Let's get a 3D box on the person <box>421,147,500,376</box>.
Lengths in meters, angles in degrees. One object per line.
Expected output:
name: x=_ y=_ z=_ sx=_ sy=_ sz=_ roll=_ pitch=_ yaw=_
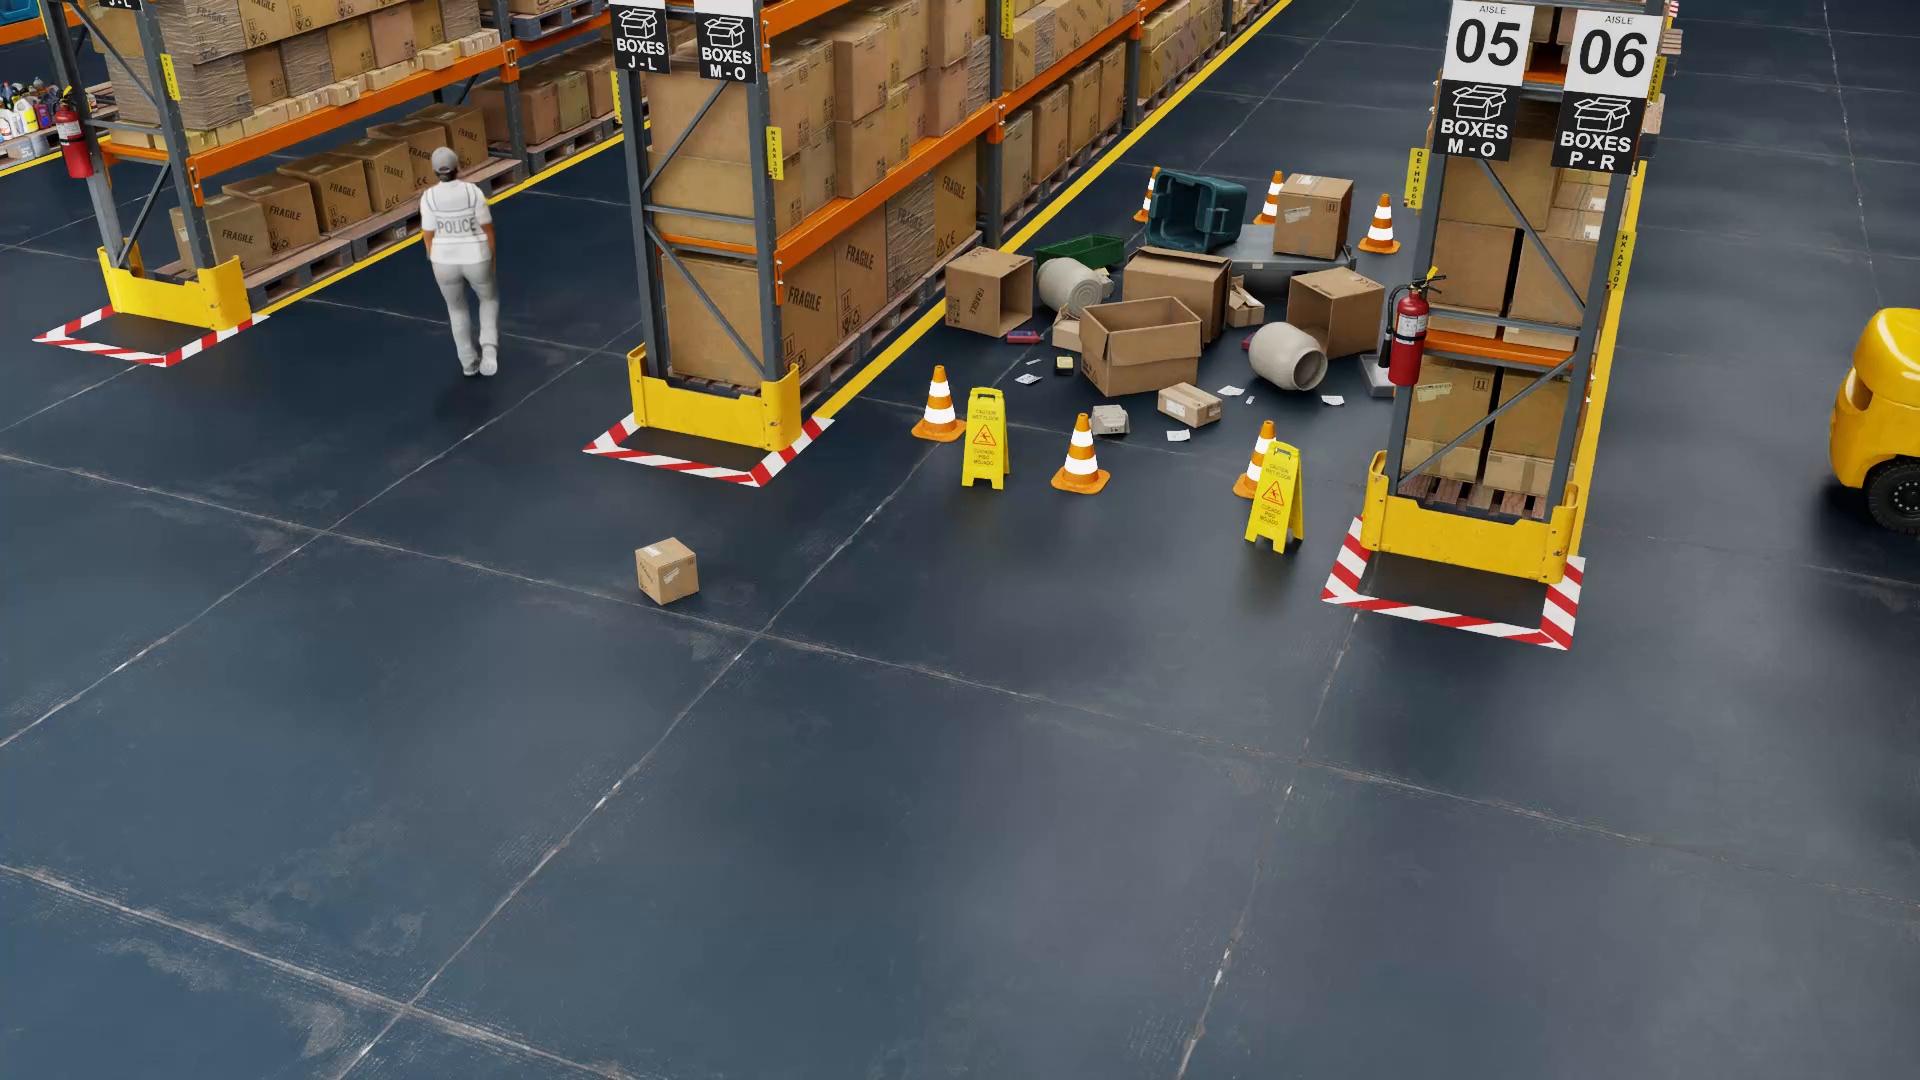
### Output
person: x=-3.501 y=-1.943 z=11.740 sx=0.490 sy=1.651 sz=0.496 roll=-9 pitch=31 yaw=-15
